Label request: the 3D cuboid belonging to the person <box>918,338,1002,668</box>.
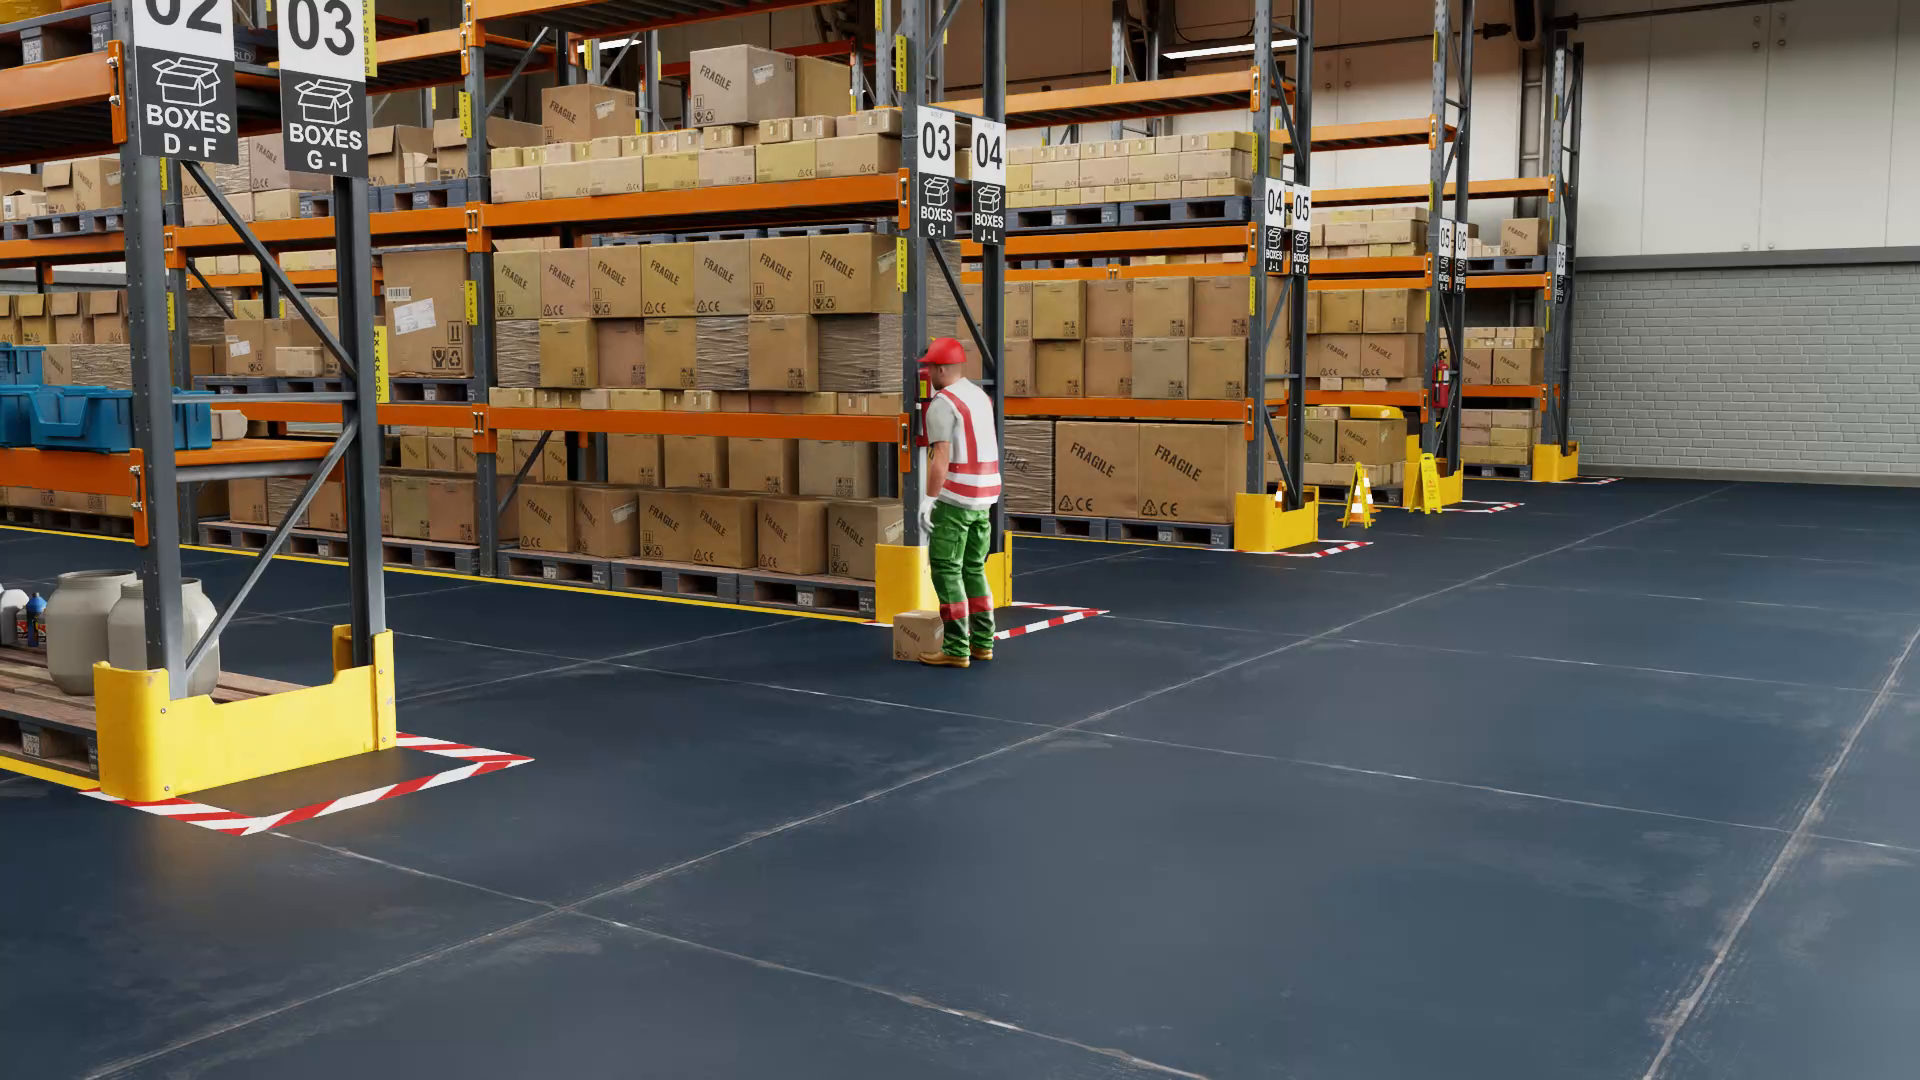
[{"bbox_3d":[-0.017,-0.210,9.076,0.452,1.779,0.608,4,7,33],"label":"person"}]
